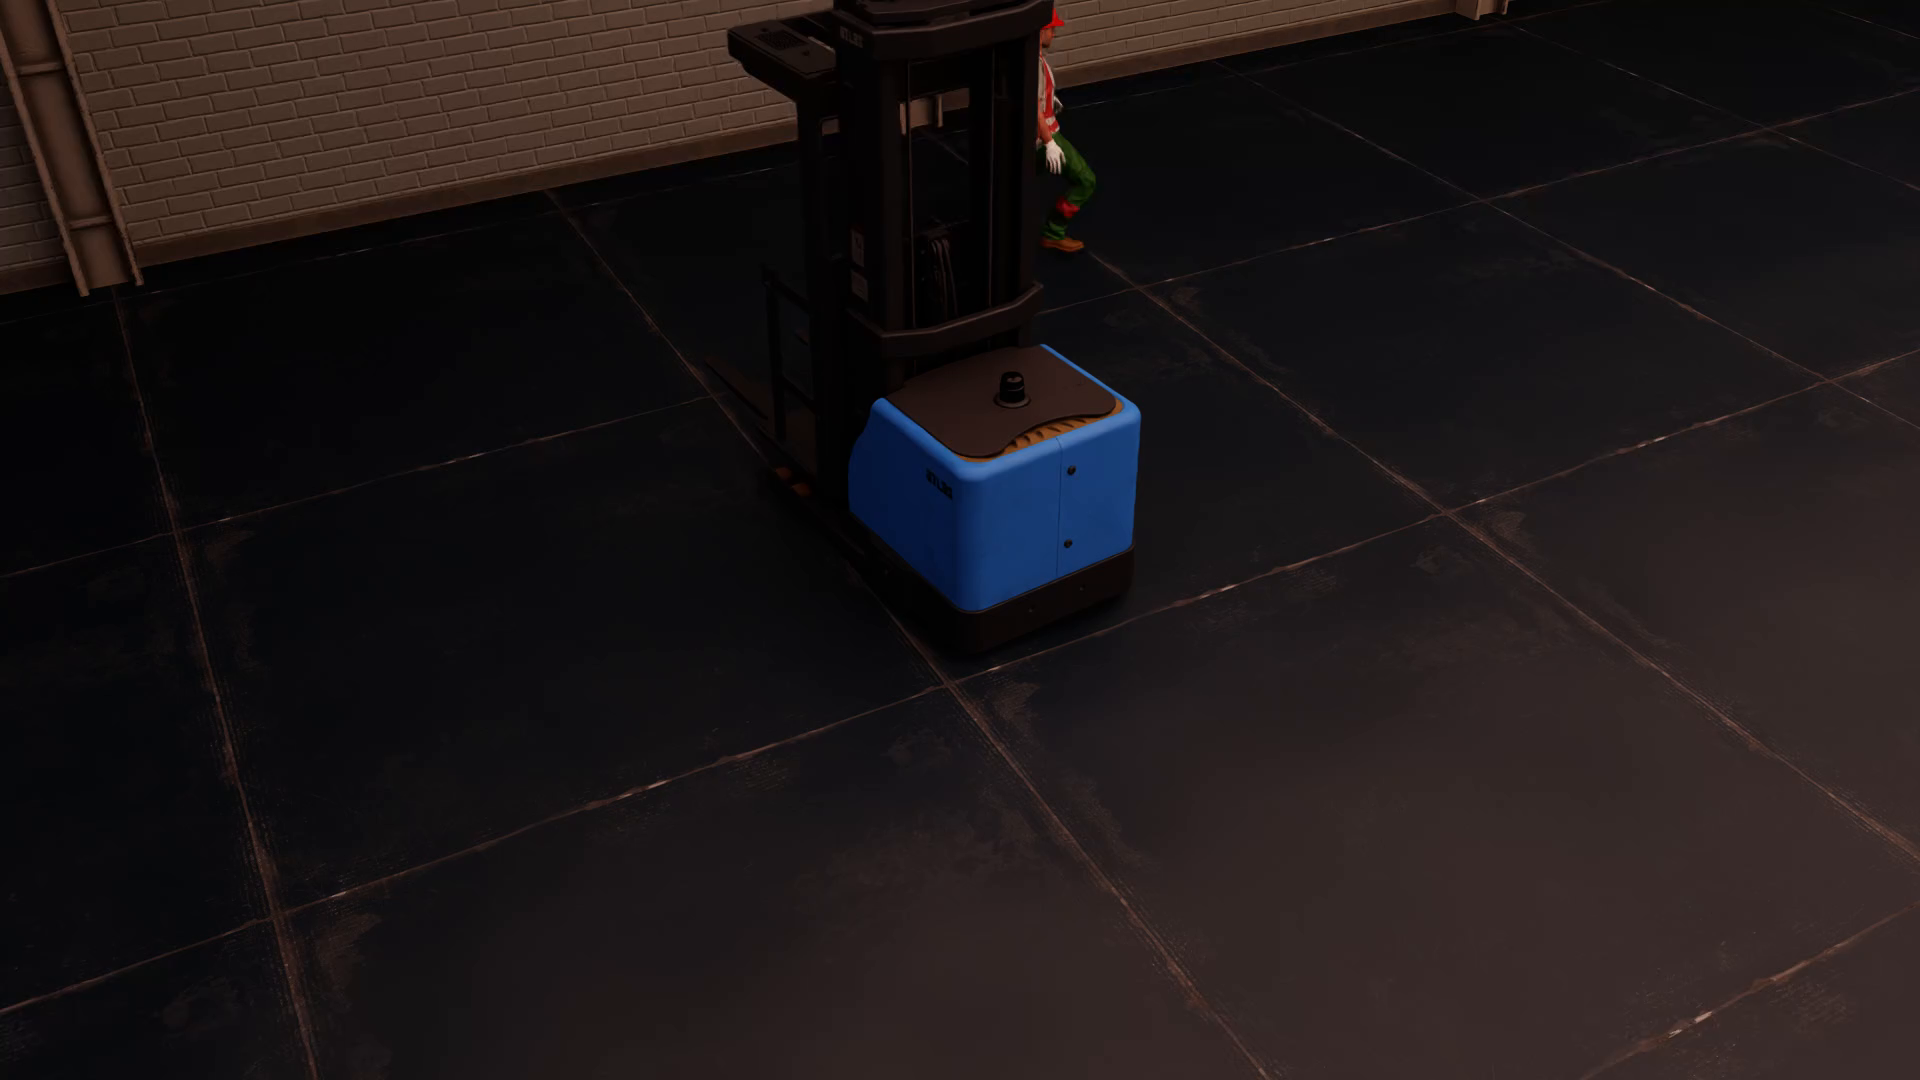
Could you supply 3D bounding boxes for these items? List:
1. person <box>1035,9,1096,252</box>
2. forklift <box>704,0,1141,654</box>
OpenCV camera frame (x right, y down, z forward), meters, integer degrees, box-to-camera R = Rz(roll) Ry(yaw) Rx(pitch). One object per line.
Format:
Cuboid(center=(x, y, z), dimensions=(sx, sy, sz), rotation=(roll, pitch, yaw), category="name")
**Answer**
Cuboid(center=(0.540, -2.775, 11.182), dimensions=(0.665, 1.651, 0.992), rotation=(-4, 35, -6), category="person")
Cuboid(center=(-0.387, -1.475, 8.210), dimensions=(1.130, 2.935, 3.031), rotation=(-21, 40, -27), category="forklift")
